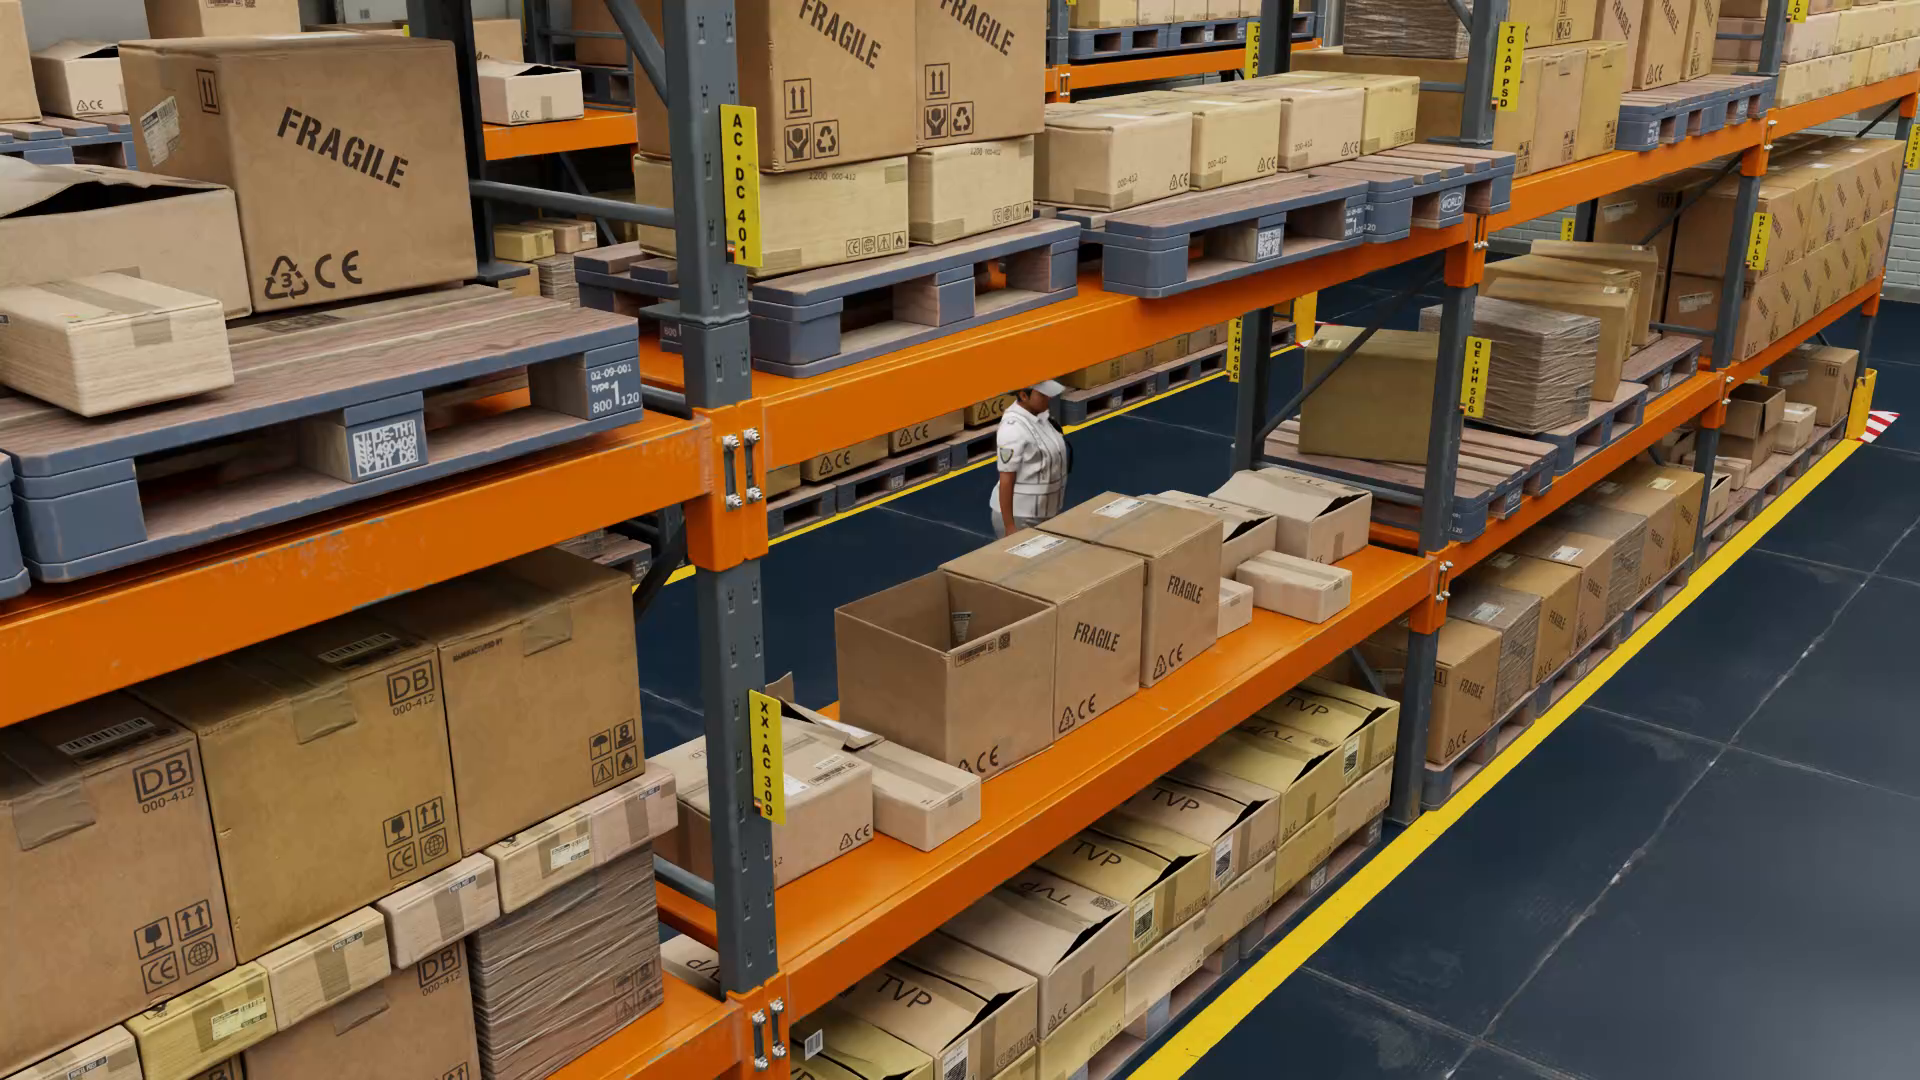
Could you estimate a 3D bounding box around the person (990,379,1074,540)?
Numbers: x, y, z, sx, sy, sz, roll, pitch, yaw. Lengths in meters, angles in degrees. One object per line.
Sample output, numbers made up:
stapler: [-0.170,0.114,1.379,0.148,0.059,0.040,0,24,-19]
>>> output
person: [0.333,-0.147,8.930,0.550,1.663,0.488,8,22,21]
